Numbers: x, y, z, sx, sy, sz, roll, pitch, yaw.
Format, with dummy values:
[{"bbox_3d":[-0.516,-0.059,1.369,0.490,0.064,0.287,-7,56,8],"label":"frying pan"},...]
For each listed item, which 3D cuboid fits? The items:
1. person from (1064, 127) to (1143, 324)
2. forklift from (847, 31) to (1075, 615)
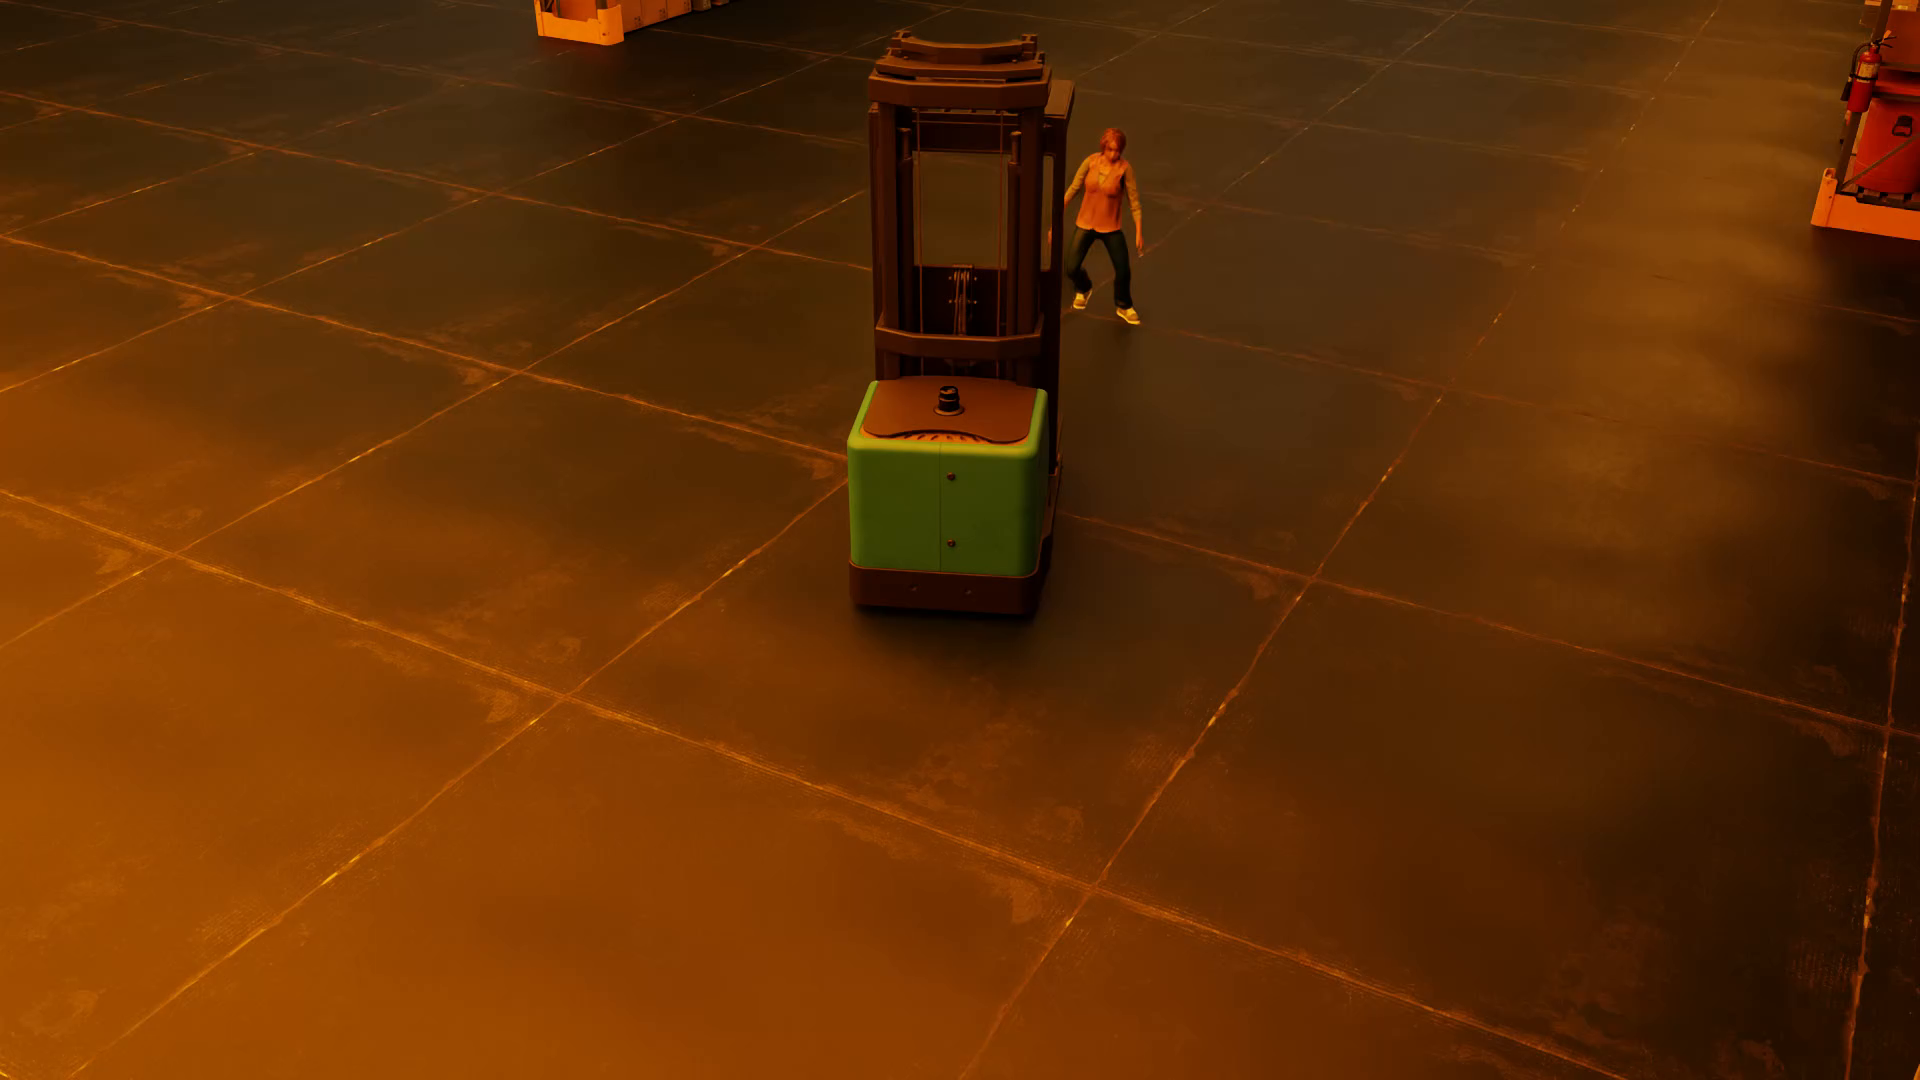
[{"bbox_3d":[1.061,-2.409,12.668,0.741,1.521,0.449,12,32,20],"label":"person"},{"bbox_3d":[0.072,-1.572,9.794,1.130,2.935,3.031,3,30,6],"label":"forklift"}]
